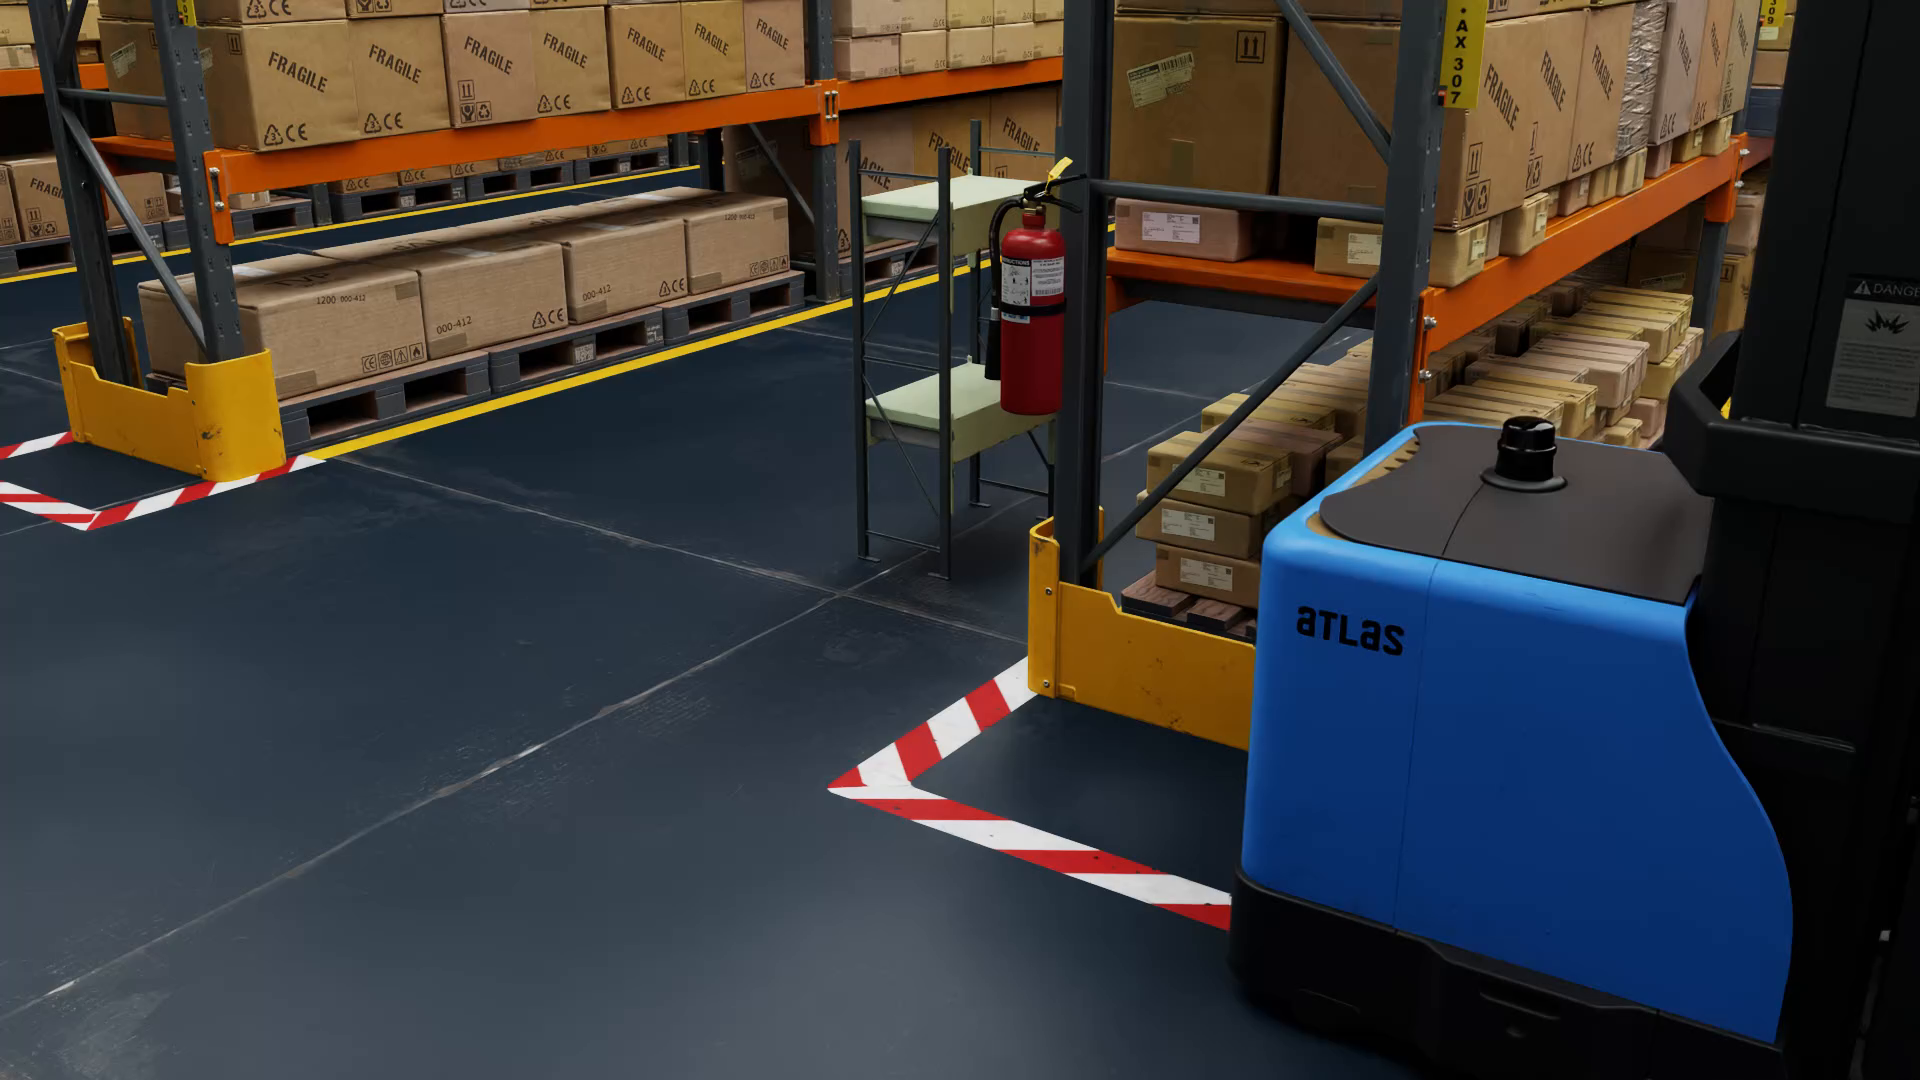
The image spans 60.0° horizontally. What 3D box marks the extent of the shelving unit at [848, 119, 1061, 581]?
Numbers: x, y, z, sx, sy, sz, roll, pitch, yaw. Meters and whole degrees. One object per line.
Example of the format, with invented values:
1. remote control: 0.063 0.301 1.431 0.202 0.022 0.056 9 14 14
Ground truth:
1. shelving unit: 0.004 -0.705 6.010 0.431 1.500 0.755 13 24 32

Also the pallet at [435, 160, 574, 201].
1. pallet: -4.181 -3.205 14.626 1.003 0.211 1.213 13 24 32

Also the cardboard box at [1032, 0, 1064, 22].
1. cardboard box: 0.445 -3.778 11.652 0.500 0.250 0.500 13 24 30

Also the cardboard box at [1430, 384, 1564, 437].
1. cardboard box: 1.830 -0.408 5.690 0.380 0.149 0.250 14 25 34

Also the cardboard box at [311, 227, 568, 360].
1. cardboard box: -2.638 -1.275 8.475 0.875 0.438 0.875 14 25 33

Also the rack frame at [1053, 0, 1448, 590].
1. rack frame: 0.717 -0.870 4.293 1.000 3.000 0.127 13 24 32

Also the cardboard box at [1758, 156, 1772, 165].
1. cardboard box: 4.473 -2.004 9.277 0.500 0.250 0.500 14 24 33

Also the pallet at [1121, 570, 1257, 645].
1. pallet: 1.246 0.190 5.447 1.003 0.211 1.213 13 24 32

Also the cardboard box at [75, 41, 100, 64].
1. cardboard box: -6.045 -3.303 11.233 0.380 0.149 0.250 14 24 33

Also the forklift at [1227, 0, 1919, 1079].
1. forklift: 2.098 -0.254 2.727 3.031 2.935 1.130 12 24 30

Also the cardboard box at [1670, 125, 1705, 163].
1. cardboard box: 2.744 -1.612 6.661 0.380 0.149 0.250 14 25 34

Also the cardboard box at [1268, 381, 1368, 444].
1. cardboard box: 1.232 -0.432 5.755 0.380 0.149 0.250 12 24 30

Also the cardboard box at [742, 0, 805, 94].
1. cardboard box: -1.234 -2.818 9.415 0.500 0.500 0.500 14 24 32

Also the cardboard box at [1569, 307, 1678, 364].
1. cardboard box: 2.736 -0.850 6.885 0.380 0.149 0.250 13 24 31

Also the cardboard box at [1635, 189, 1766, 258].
1. cardboard box: 3.599 -1.554 8.060 0.500 0.250 0.500 12 23 29

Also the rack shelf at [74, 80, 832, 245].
1. rack shelf: -2.309 -2.043 8.500 1.077 0.370 4.000 13 24 32

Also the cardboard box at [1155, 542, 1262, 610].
1. cardboard box: 0.840 0.079 5.233 0.380 0.149 0.250 14 24 33

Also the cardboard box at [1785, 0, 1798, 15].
1. cardboard box: 3.567 -2.399 7.326 0.380 0.149 0.250 15 25 35

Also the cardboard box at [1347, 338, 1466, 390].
1. cardboard box: 1.701 -0.655 6.357 0.380 0.149 0.250 13 24 32

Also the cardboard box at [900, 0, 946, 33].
1. cardboard box: -0.435 -3.344 10.478 0.500 0.250 0.500 14 24 33

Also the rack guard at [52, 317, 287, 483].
1. rack guard: -3.447 -0.627 7.239 1.175 0.500 0.348 13 24 32

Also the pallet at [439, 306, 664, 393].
1. pallet: -2.362 -1.092 8.912 1.003 0.211 1.213 13 24 32

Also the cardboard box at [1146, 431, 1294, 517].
1. cardboard box: 0.805 -0.210 5.155 0.380 0.149 0.250 14 24 32

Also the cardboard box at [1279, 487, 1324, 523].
1. cardboard box: 0.969 -0.141 5.397 0.380 0.149 0.250 13 24 31

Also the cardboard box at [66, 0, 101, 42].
1. cardboard box: -5.938 -3.509 11.215 0.500 0.250 0.500 13 24 31

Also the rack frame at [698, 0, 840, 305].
1. rack frame: -1.185 -2.954 9.927 1.000 3.000 0.127 13 24 32

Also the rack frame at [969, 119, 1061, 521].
1. rack frame: 0.209 -0.810 6.294 0.400 1.500 0.023 13 24 32

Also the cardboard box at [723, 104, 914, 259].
1. cardboard box: -0.903 -2.348 10.746 0.875 0.875 0.875 14 25 33

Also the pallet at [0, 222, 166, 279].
1. pallet: -6.364 -2.065 11.542 1.003 0.211 1.213 13 24 32

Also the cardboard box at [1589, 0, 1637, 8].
1. cardboard box: 1.778 -1.893 5.045 0.500 0.500 0.500 13 24 31

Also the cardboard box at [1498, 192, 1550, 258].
1. cardboard box: 1.475 -0.929 4.814 0.380 0.149 0.250 12 24 30

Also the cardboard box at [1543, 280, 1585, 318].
1. cardboard box: 2.601 -1.098 7.556 0.380 0.149 0.250 14 25 34

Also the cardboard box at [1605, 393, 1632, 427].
1. cardboard box: 2.424 -0.574 6.569 0.380 0.149 0.250 14 24 33

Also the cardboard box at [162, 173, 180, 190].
1. cardboard box: -5.859 -2.713 12.547 0.500 0.311 0.500 14 25 34

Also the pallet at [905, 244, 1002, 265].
1. pallet: -0.129 -2.234 11.999 1.003 0.211 1.213 13 24 32

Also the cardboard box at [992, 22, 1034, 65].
1. cardboard box: 0.160 -3.393 11.329 0.500 0.250 0.500 13 24 31

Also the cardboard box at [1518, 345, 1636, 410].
1. cardboard box: 2.308 -0.615 6.250 0.380 0.149 0.250 12 24 30

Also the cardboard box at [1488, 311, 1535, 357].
1. cardboard box: 2.168 -0.869 6.937 0.380 0.149 0.250 13 24 30

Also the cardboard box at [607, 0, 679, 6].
1. cardboard box: -1.792 -2.989 8.435 0.500 0.500 0.500 14 24 33

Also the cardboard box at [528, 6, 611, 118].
1. cardboard box: -2.096 -2.375 8.217 0.500 0.500 0.500 14 25 34

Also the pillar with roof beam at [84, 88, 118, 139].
1. pillar with roof beam: -2.869 -5.871 9.166 9.100 9.000 0.400 13 24 32

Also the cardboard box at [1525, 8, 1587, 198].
1. cardboard box: 1.478 -1.290 4.855 0.500 0.500 0.500 13 24 32

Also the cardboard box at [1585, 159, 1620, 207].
1. cardboard box: 2.005 -1.239 5.652 0.380 0.149 0.250 14 25 34

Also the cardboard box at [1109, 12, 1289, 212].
1. cardboard box: 0.757 -1.235 4.708 0.500 0.500 0.500 14 24 33

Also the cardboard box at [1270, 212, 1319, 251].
1. cardboard box: 0.837 -0.965 4.911 0.380 0.149 0.250 13 24 32

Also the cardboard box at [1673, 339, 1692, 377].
1. cardboard box: 2.910 -0.784 7.137 0.380 0.149 0.250 12 23 29

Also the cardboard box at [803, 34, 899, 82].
1. cardboard box: -0.719 -2.958 10.155 0.500 0.250 0.500 13 24 31

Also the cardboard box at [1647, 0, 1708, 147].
1. cardboard box: 2.354 -1.719 6.015 0.500 0.500 0.500 13 24 32

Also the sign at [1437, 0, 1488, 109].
1. sign: 1.166 -1.170 3.857 0.100 0.325 0.005 13 24 32

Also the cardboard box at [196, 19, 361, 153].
1. cardboard box: -2.926 -1.935 7.028 0.500 0.500 0.500 13 24 31

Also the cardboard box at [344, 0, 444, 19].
1. cardboard box: -2.644 -2.554 7.260 0.500 0.500 0.500 13 24 30

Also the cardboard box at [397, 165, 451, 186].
1. cardboard box: -4.543 -3.195 13.577 0.500 0.500 0.500 13 24 31

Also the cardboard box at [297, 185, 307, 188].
1. cardboard box: -5.261 -3.144 13.439 0.500 0.500 0.500 13 24 32

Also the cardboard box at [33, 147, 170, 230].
1. cardboard box: -6.022 -2.490 11.671 0.700 0.500 0.500 12 24 30

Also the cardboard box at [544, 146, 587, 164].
1. cardboard box: -3.686 -3.638 14.773 0.500 0.500 0.500 15 25 34

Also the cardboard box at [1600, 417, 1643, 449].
1. cardboard box: 2.445 -0.401 6.530 0.380 0.149 0.250 13 24 32

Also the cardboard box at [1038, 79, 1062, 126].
1. cardboard box: 0.606 -3.120 12.833 0.875 0.875 0.875 13 24 31
